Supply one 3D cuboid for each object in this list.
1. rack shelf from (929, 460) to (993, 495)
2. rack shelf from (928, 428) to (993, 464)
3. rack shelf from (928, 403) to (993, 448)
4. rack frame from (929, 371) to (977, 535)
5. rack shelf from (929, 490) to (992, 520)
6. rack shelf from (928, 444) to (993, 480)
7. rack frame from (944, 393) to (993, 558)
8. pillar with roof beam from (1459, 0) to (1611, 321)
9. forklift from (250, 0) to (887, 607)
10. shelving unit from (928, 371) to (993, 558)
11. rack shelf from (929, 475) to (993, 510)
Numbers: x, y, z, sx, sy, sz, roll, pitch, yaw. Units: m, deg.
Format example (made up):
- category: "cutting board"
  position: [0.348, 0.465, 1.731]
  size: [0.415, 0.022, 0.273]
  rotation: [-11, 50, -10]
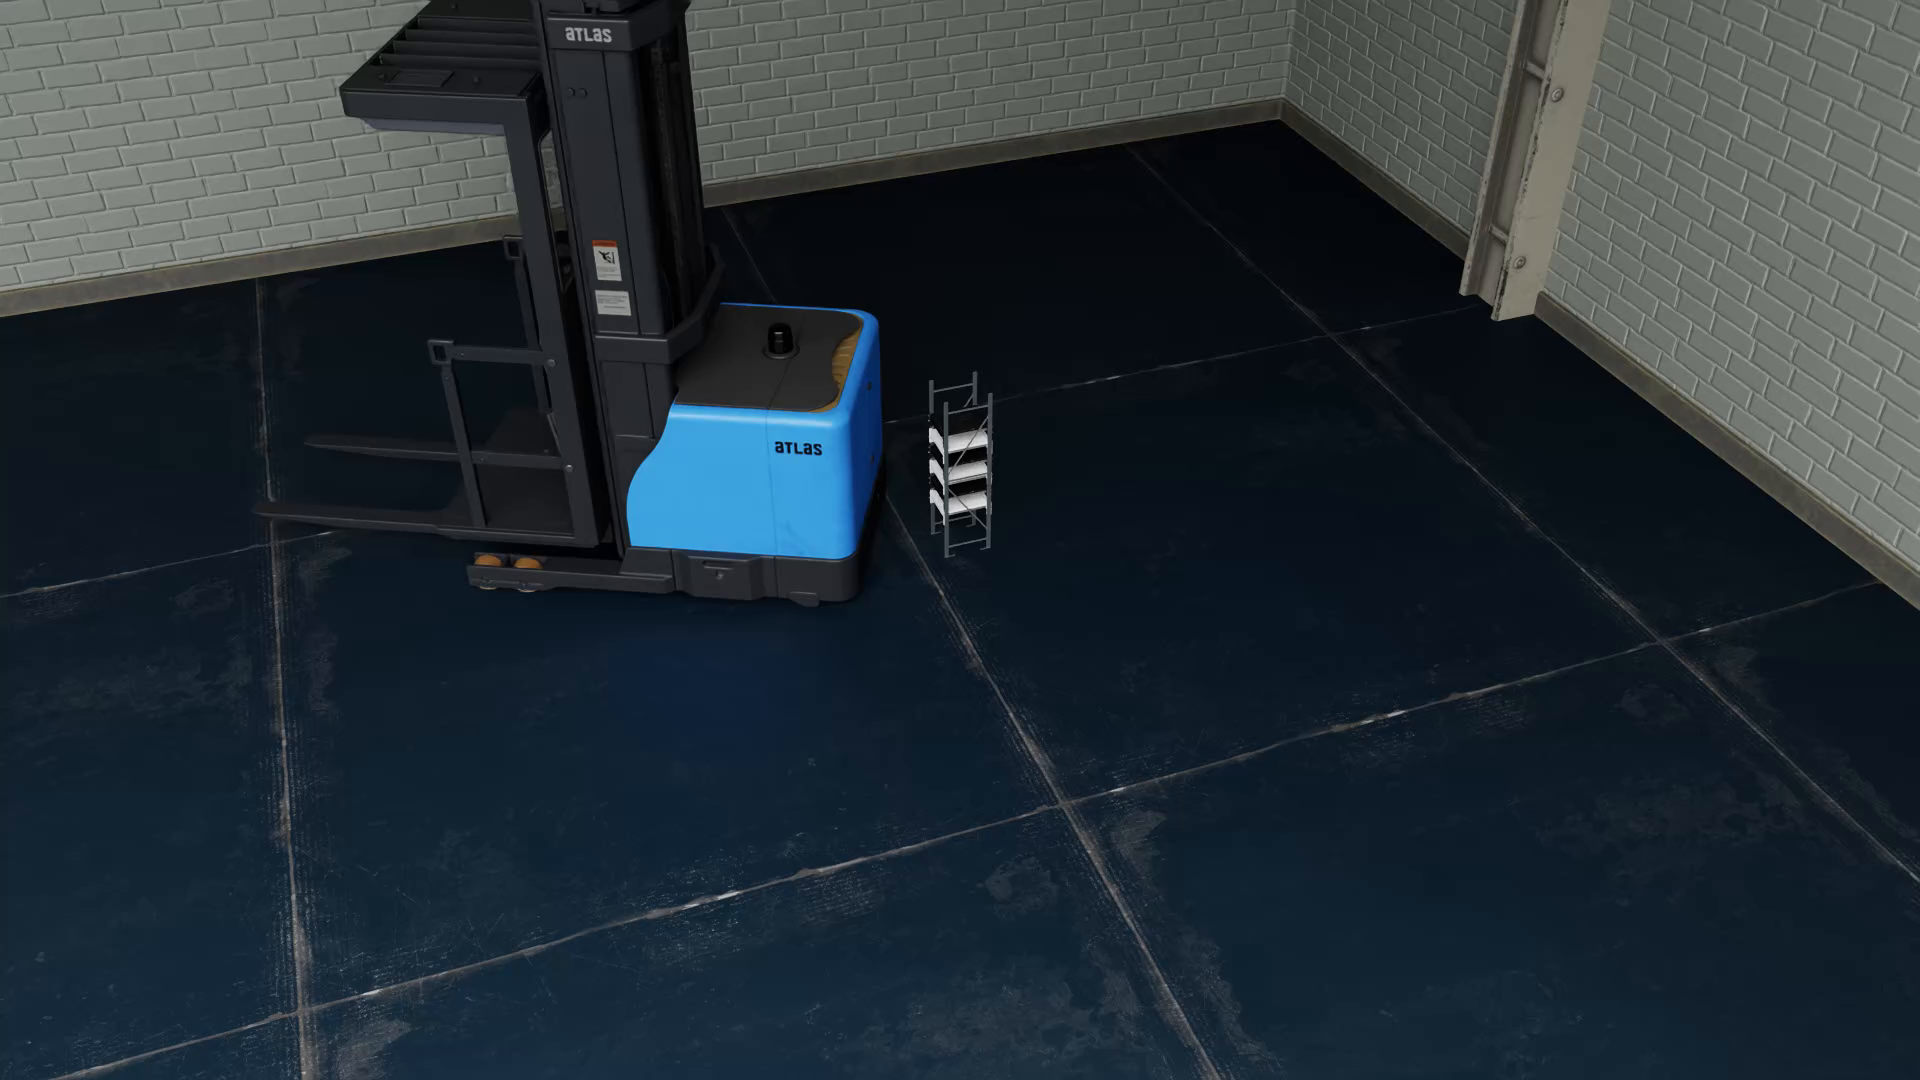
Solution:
- category: "rack shelf"
  position: [0.003, -0.328, 8.054]
  size: [0.258, 0.077, 0.200]
  rotation: [-12, 39, -16]
- category: "rack shelf"
  position: [0.003, -0.472, 7.945]
  size: [0.258, 0.077, 0.200]
  rotation: [-12, 39, -16]
- category: "rack shelf"
  position: [0.003, -0.544, 7.891]
  size: [0.258, 0.077, 0.200]
  rotation: [-12, 39, -16]
- category: "rack frame"
  position: [-0.032, -0.412, 8.110]
  size: [0.240, 0.900, 0.006]
  rotation: [-12, 39, -16]
- category: "rack shelf"
  position: [0.003, -0.184, 8.162]
  size: [0.258, 0.077, 0.200]
  rotation: [-12, 39, -16]
- category: "rack shelf"
  position: [0.003, -0.400, 7.999]
  size: [0.258, 0.077, 0.200]
  rotation: [-12, 39, -16]
- category: "rack frame"
  position: [0.038, -0.297, 7.957]
  size: [0.240, 0.900, 0.006]
  rotation: [-12, 39, -16]
- category: "pillar with roof beam"
  position: [-0.723, -4.171, 6.368]
  size: [9.100, 9.000, 0.400]
  rotation: [-12, 39, -16]
- category: "forklift"
  position: [-1.929, -1.231, 7.508]
  size: [3.031, 2.935, 1.130]
  rotation: [4, 37, 5]
- category: "shelving unit"
  position: [0.003, -0.355, 8.034]
  size: [0.258, 0.900, 0.210]
  rotation: [-12, 39, -16]
- category: "rack shelf"
  position: [0.003, -0.256, 8.108]
  size: [0.258, 0.077, 0.200]
  rotation: [-12, 39, -16]
